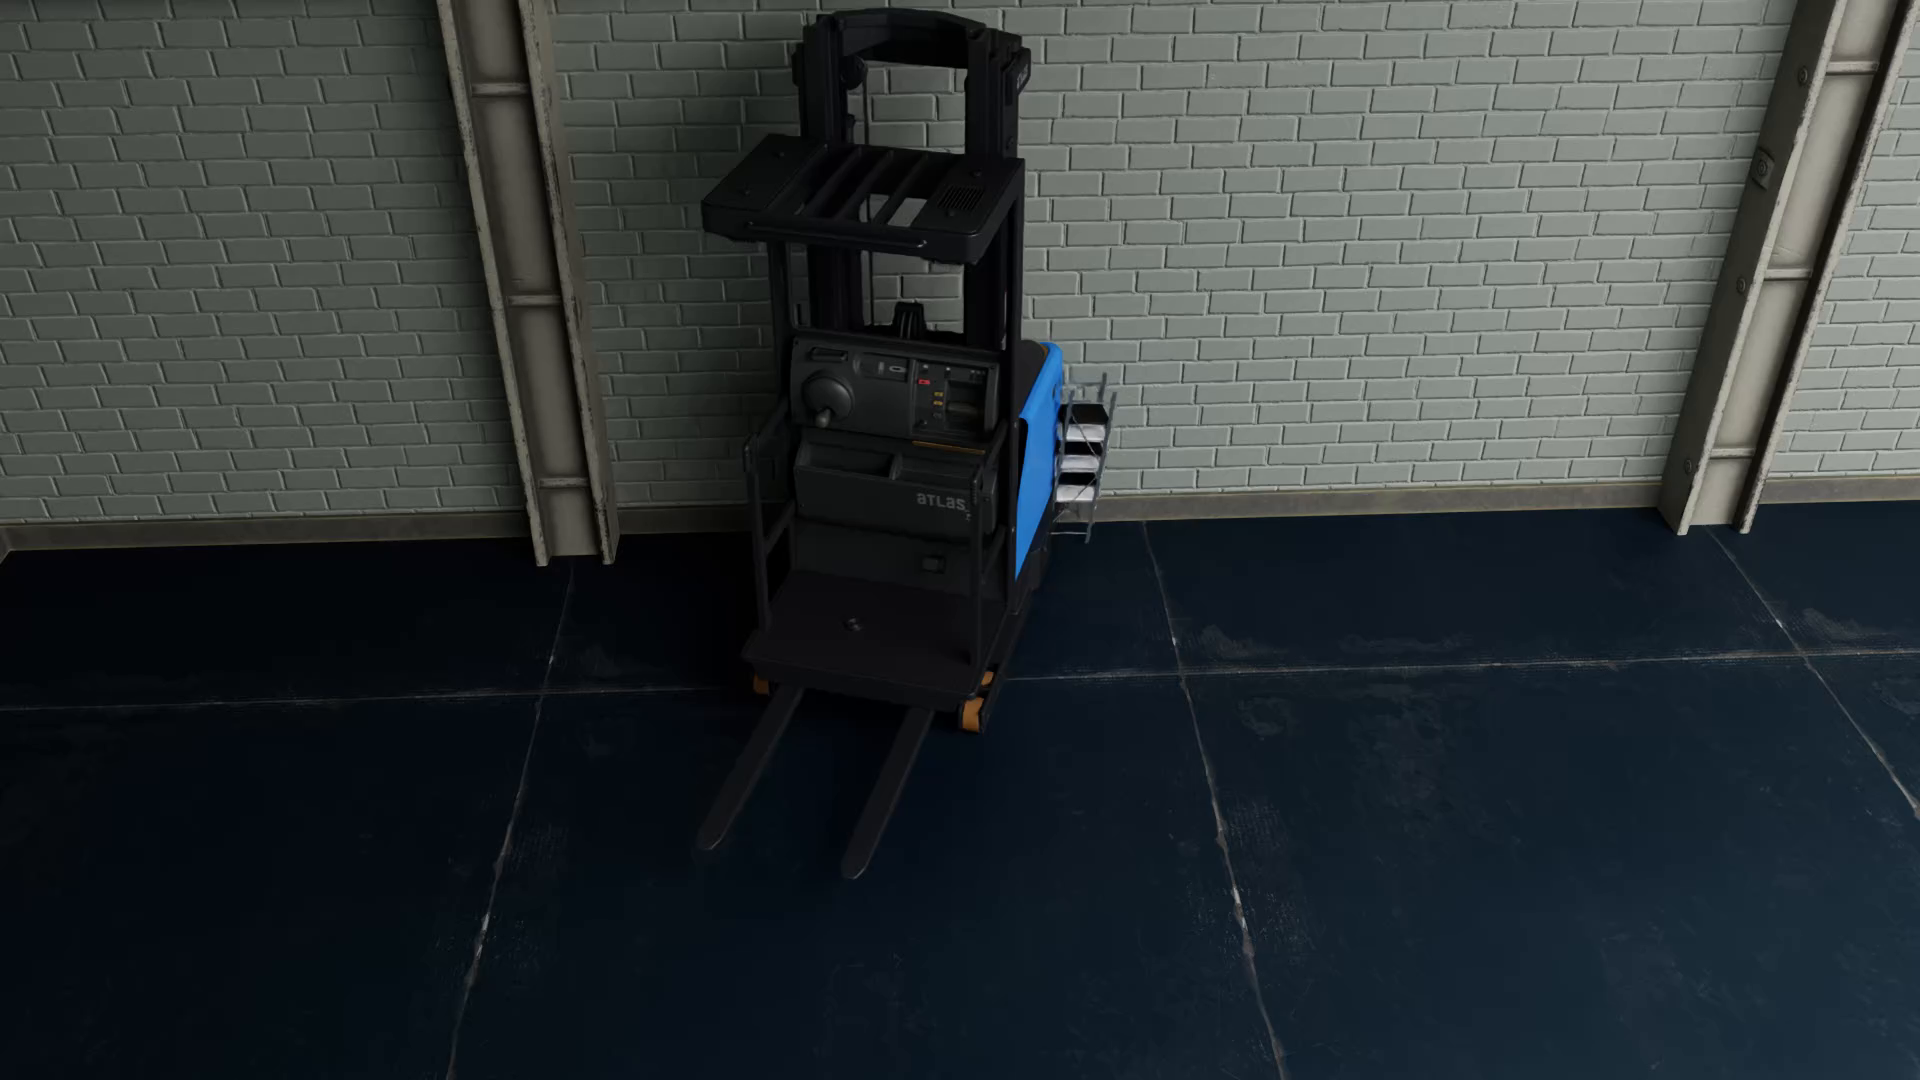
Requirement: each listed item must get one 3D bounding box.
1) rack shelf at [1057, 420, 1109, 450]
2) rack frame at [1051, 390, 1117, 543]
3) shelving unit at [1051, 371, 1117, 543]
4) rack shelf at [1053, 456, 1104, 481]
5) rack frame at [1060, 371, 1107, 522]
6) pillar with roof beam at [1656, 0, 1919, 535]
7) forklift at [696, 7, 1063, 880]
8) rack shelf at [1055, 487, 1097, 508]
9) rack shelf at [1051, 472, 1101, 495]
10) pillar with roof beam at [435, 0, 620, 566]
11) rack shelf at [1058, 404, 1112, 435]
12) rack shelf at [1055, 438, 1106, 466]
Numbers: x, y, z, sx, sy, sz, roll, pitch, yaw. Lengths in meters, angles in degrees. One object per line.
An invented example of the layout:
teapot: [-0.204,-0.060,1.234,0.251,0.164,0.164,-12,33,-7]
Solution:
rack shelf: [0.612,-0.540,8.495,0.258,0.077,0.200,0,33,-12]
rack frame: [0.611,-0.361,8.490,0.240,0.900,0.006,0,33,-12]
shelving unit: [0.595,-0.417,8.573,0.258,0.900,0.210,0,33,-12]
rack shelf: [0.591,-0.389,8.591,0.258,0.077,0.200,0,33,-12]
rack frame: [0.578,-0.473,8.657,0.240,0.900,0.006,0,33,-12]
pillar with roof beam: [4.197,-1.373,2.862,0.400,9.000,9.100,-2,35,-2]
forklift: [-0.342,-0.581,7.051,1.130,2.935,3.031,9,36,12]
rack shelf: [0.570,-0.239,8.688,0.258,0.077,0.200,0,33,-12]
rack shelf: [0.580,-0.314,8.639,0.258,0.077,0.200,0,33,-12]
pillar with roof beam: [-1.796,-1.211,2.629,0.400,9.000,9.100,-2,35,-2]
rack shelf: [0.622,-0.615,8.446,0.258,0.077,0.200,0,33,-12]
rack shelf: [0.601,-0.465,8.543,0.258,0.077,0.200,0,33,-12]
